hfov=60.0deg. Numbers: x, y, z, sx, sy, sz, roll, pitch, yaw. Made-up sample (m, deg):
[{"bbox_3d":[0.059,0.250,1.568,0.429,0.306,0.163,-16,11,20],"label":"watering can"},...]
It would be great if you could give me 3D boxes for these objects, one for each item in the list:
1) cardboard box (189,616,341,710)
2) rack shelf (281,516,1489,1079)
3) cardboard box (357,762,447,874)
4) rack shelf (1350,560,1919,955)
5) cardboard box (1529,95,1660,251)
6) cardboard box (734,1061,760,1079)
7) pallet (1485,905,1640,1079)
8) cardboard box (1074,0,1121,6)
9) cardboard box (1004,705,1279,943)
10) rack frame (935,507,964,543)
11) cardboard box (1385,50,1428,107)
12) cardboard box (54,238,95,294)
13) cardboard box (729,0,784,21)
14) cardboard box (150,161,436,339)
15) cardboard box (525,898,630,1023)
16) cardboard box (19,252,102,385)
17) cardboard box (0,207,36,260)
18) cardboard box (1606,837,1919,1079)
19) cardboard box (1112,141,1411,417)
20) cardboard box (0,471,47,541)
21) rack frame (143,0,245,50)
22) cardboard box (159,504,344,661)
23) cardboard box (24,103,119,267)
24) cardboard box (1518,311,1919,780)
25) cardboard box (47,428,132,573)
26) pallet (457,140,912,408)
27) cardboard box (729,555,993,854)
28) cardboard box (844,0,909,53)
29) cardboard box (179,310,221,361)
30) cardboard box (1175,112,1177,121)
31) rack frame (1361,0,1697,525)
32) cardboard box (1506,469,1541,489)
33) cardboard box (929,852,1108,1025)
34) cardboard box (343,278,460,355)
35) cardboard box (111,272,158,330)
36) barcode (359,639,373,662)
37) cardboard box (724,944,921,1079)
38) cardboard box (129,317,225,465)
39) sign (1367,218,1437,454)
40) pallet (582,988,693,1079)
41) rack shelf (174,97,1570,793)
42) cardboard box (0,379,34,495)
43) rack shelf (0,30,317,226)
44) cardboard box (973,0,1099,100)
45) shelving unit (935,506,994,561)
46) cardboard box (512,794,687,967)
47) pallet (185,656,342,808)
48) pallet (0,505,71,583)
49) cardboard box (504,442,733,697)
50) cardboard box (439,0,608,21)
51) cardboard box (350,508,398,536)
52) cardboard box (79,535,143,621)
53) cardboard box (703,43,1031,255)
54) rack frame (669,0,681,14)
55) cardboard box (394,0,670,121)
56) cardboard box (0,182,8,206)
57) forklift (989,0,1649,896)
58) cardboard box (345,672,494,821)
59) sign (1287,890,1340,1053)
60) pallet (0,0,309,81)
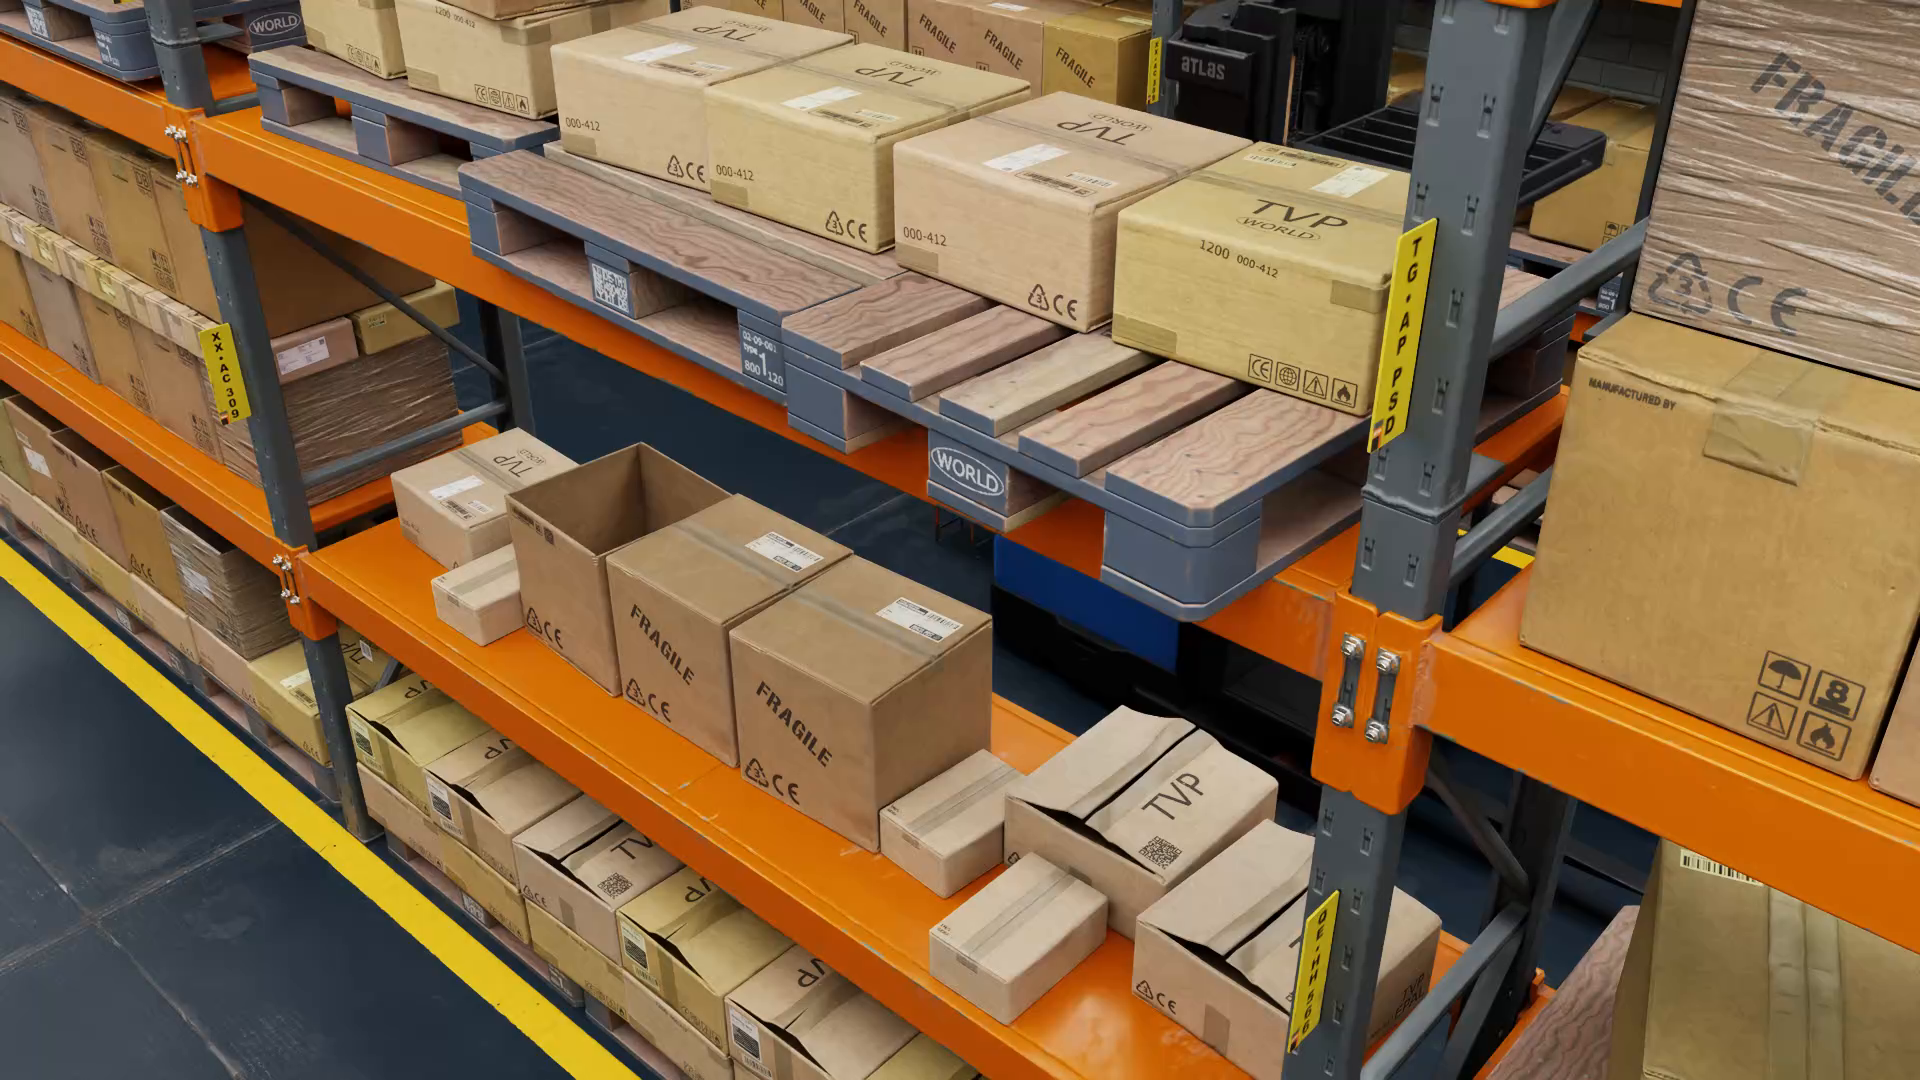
[{"bbox_3d":[-2.825,0.410,6.920,0.500,0.250,0.500,25,39,35],"label":"cardboard box"},{"bbox_3d":[-0.488,0.666,4.933,4.000,0.370,1.077,25,39,35],"label":"rack shelf"},{"bbox_3d":[-1.838,0.898,6.109,0.500,0.250,0.500,24,38,34],"label":"cardboard box"},{"bbox_3d":[2.478,0.765,1.860,4.000,0.370,1.077,25,39,35],"label":"rack shelf"},{"bbox_3d":[3.022,-1.658,7.573,0.500,0.500,0.700,25,39,35],"label":"cardboard box"},{"bbox_3d":[-0.314,1.607,4.931,0.500,0.250,0.500,26,40,36],"label":"cardboard box"},{"bbox_3d":[1.545,1.340,3.302,1.003,0.211,1.213,25,39,35],"label":"pallet"},{"bbox_3d":[0.761,-2.919,9.589,0.500,0.500,0.500,25,39,35],"label":"cardboard box"},{"bbox_3d":[0.462,0.705,4.258,0.500,0.311,0.500,25,39,35],"label":"cardboard box"},{"bbox_3d":[-0.051,-0.473,8.019,0.008,1.050,0.200,25,39,35],"label":"rack frame"},{"bbox_3d":[2.115,-2.076,8.267,0.700,0.500,0.500,-25,39,-35],"label":"cardboard box"},{"bbox_3d":[-3.256,-1.107,6.455,0.250,0.149,0.380,26,40,36],"label":"cardboard box"},{"bbox_3d":[-1.103,-3.425,10.430,0.500,0.500,0.500,25,39,35],"label":"cardboard box"},{"bbox_3d":[-2.304,-1.084,5.788,0.500,0.500,0.700,25,39,35],"label":"cardboard box"},{"bbox_3d":[-1.074,1.254,5.518,0.500,0.250,0.500,24,38,34],"label":"cardboard box"},{"bbox_3d":[-3.449,-1.060,7.006,0.500,0.500,0.700,26,40,36],"label":"cardboard box"},{"bbox_3d":[-3.651,-1.289,6.757,0.250,0.149,0.380,25,39,36],"label":"cardboard box"},{"bbox_3d":[1.538,1.002,3.173,0.500,0.500,0.700,12,33,19],"label":"cardboard box"},{"bbox_3d":[0.621,-0.486,2.979,0.500,0.250,0.500,22,37,32],"label":"cardboard box"},{"bbox_3d":[-4.315,-0.278,8.063,0.500,0.250,0.500,25,39,35],"label":"cardboard box"},{"bbox_3d":[-1.971,-2.905,4.350,0.127,3.000,1.000,25,39,35],"label":"rack frame"},{"bbox_3d":[-2.824,0.088,6.727,0.500,0.500,0.500,25,39,35],"label":"cardboard box"},{"bbox_3d":[-3.050,-1.432,6.366,0.500,0.500,0.700,25,39,35],"label":"cardboard box"},{"bbox_3d":[1.341,-0.140,2.569,0.500,0.500,0.910,25,39,35],"label":"cardboard box"},{"bbox_3d":[-3.578,-0.251,7.291,0.500,0.500,0.500,25,39,35],"label":"cardboard box"},{"bbox_3d":[-0.399,-0.741,3.847,1.213,0.211,1.003,27,40,37],"label":"pallet"},{"bbox_3d":[-0.260,0.433,4.526,0.500,0.500,0.500,23,38,33],"label":"cardboard box"},{"bbox_3d":[-0.333,-3.070,9.840,0.500,0.500,0.500,26,40,36],"label":"cardboard box"},{"bbox_3d":[-2.498,-0.754,5.868,0.250,0.149,0.380,24,39,34],"label":"cardboard box"},{"bbox_3d":[1.146,-2.419,9.486,0.500,0.250,0.500,26,39,36],"label":"cardboard box"},{"bbox_3d":[0.995,-1.520,2.050,0.127,3.000,1.000,25,39,35],"label":"rack frame"},{"bbox_3d":[3.056,-0.576,8.296,0.500,0.500,0.700,25,39,35],"label":"cardboard box"},{"bbox_3d":[0.143,0.952,4.004,0.250,0.149,0.380,25,39,35],"label":"cardboard box"},{"bbox_3d":[-2.040,-0.822,5.982,0.250,0.149,0.380,25,39,35],"label":"cardboard box"},{"bbox_3d":[-2.889,-0.934,6.167,0.250,0.149,0.380,25,39,35],"label":"cardboard box"},{"bbox_3d":[-2.061,0.384,5.770,0.075,0.075,0.001,25,39,35],"label":"barcode"},{"bbox_3d":[-0.321,1.368,4.785,0.500,0.311,0.500,25,39,35],"label":"cardboard box"},{"bbox_3d":[-2.699,-0.708,6.422,0.500,0.500,0.700,25,39,35],"label":"cardboard box"},{"bbox_3d":[0.617,-0.281,2.322,0.005,0.325,0.100,25,39,35],"label":"sign"},{"bbox_3d":[-0.489,1.522,5.516,1.213,0.211,1.003,25,39,35],"label":"pallet"},{"bbox_3d":[-0.488,-0.619,4.159,4.000,0.370,1.077,25,39,35],"label":"rack shelf"},{"bbox_3d":[-4.316,-0.599,7.868,0.500,0.500,0.500,25,39,35],"label":"cardboard box"},{"bbox_3d":[-3.454,-2.003,6.459,4.000,0.370,1.077,25,39,35],"label":"rack shelf"},{"bbox_3d":[0.419,-2.711,9.245,0.500,0.500,0.500,25,39,35],"label":"cardboard box"},{"bbox_3d":[0.040,-0.431,7.948,0.252,1.050,0.215,25,39,35],"label":"shelving unit"},{"bbox_3d":[-1.079,1.016,5.370,0.500,0.311,0.500,24,38,34],"label":"cardboard box"},{"bbox_3d":[-2.532,0.569,7.100,1.213,0.211,1.003,25,39,35],"label":"pallet"},{"bbox_3d":[-4.341,-0.276,8.503,1.213,0.211,1.003,25,39,35],"label":"pallet"},{"bbox_3d":[-1.022,0.077,5.117,0.500,0.500,0.500,-26,40,-36],"label":"cardboard box"},{"bbox_3d":[-1.102,-1.640,4.168,0.500,0.500,0.500,-25,39,-35],"label":"cardboard box"},{"bbox_3d":[-2.104,0.062,6.770,0.500,0.500,0.500,25,39,35],"label":"cardboard box"},{"bbox_3d":[-3.577,0.070,7.485,0.500,0.250,0.500,25,39,35],"label":"cardboard box"},{"bbox_3d":[-0.196,-0.863,3.605,0.500,0.250,0.500,24,39,34],"label":"cardboard box"},{"bbox_3d":[-1.615,-3.614,11.346,0.127,3.000,1.000,25,39,35],"label":"rack frame"},{"bbox_3d":[-1.111,-1.329,4.380,0.500,0.250,0.500,21,37,31],"label":"cardboard box"},{"bbox_3d":[-3.792,-1.779,6.941,0.500,0.500,0.700,25,39,35],"label":"cardboard box"},{"bbox_3d":[1.551,-0.483,6.211,3.031,2.935,1.130,26,40,36],"label":"forklift"},{"bbox_3d":[-1.831,0.662,5.958,0.500,0.311,0.500,25,39,35],"label":"cardboard box"},{"bbox_3d":[0.625,0.767,2.945,0.005,0.325,0.100,25,39,35],"label":"sign"},{"bbox_3d":[-2.620,-1.867,5.620,1.213,0.211,1.003,25,39,35],"label":"pallet"}]
